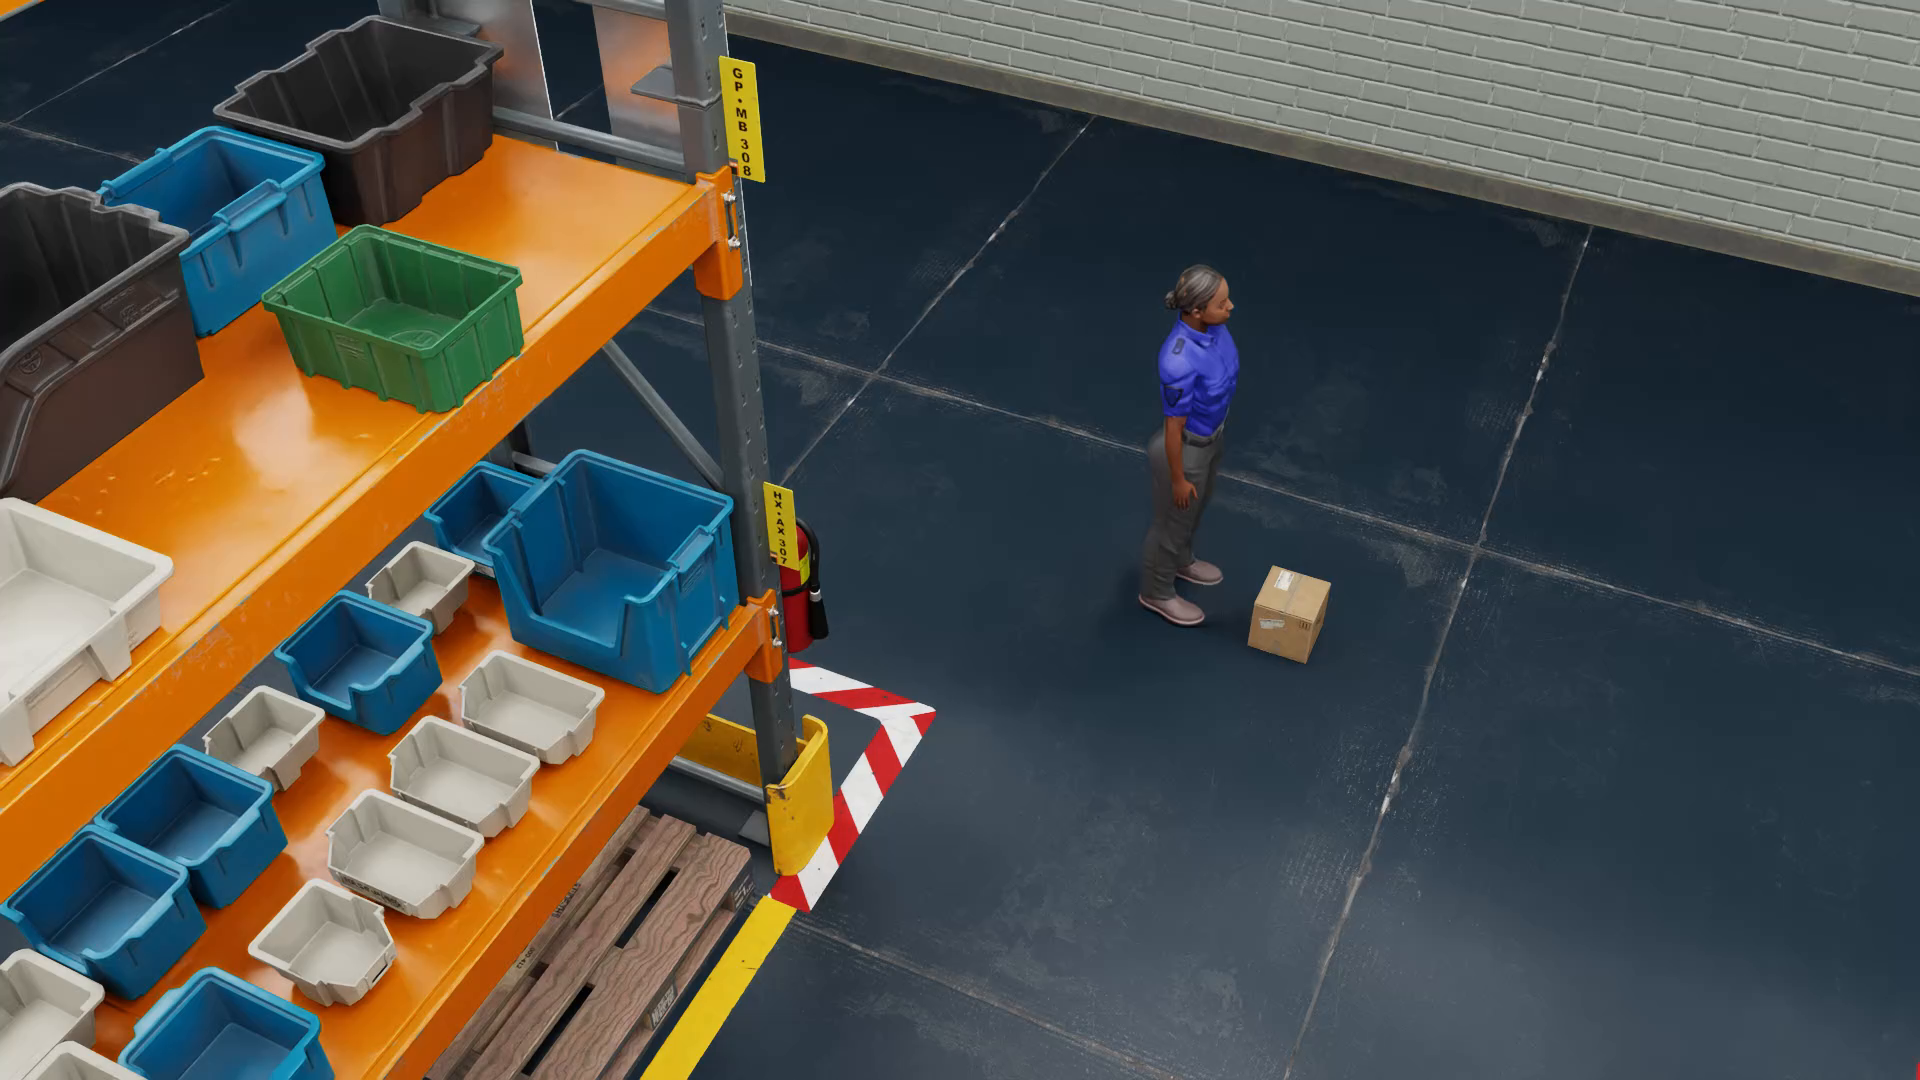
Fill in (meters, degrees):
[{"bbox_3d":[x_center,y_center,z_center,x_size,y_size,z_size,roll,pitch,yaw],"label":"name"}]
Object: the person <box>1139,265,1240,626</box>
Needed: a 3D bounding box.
[{"bbox_3d":[0.920,-0.366,6.563,0.330,1.671,0.480,18,45,19],"label":"person"}]
